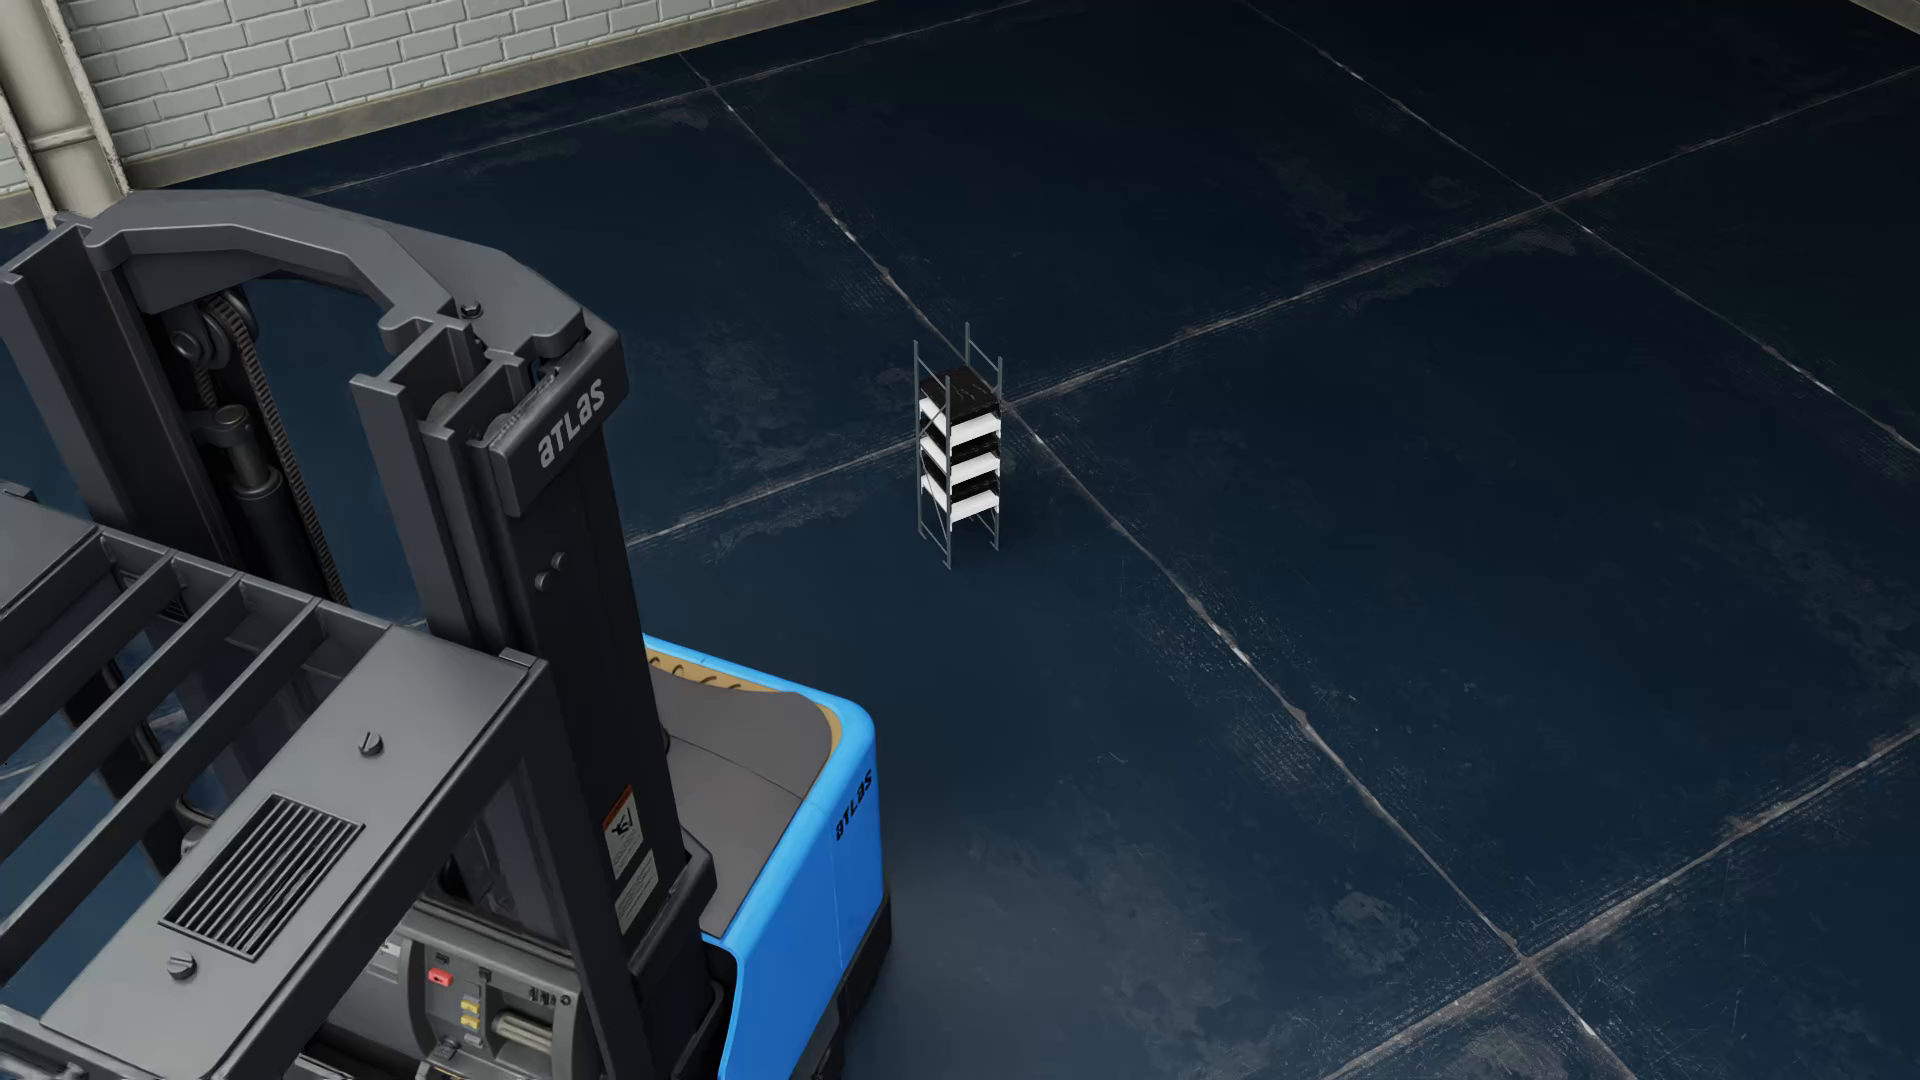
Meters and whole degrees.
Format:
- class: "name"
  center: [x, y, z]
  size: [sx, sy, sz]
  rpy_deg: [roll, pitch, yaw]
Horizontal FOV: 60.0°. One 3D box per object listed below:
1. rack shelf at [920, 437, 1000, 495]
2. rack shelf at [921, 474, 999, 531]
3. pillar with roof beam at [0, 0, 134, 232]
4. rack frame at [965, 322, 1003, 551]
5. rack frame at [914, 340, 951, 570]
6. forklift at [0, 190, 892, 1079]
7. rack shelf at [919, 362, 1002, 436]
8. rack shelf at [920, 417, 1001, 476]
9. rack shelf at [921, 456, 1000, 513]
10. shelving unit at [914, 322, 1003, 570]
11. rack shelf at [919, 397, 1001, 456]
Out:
- class: "rack shelf"
  center: [-0.007, -0.296, 5.957]
  size: [0.200, 0.077, 0.258]
  rpy_deg: [-22, 48, -21]
- class: "rack shelf"
  center: [-0.007, -0.167, 6.082]
  size: [0.200, 0.077, 0.258]
  rpy_deg: [-22, 48, -21]
- class: "pillar with roof beam"
  center: [-1.917, -2.144, 1.998]
  size: [0.400, 9.000, 9.100]
  rpy_deg: [-22, 48, -21]
- class: "rack frame"
  center: [0.081, -0.355, 5.970]
  size: [0.006, 0.900, 0.240]
  rpy_deg: [-22, 48, -21]
- class: "rack frame"
  center: [-0.095, -0.285, 5.897]
  size: [0.006, 0.900, 0.240]
  rpy_deg: [-22, 48, -21]
- class: "forklift"
  center: [-1.232, 0.971, 3.145]
  size: [1.130, 2.935, 3.031]
  rpy_deg: [16, 46, 16]
- class: "rack shelf"
  center: [-0.007, -0.490, 5.769]
  size: [0.200, 0.077, 0.258]
  rpy_deg: [-22, 48, -21]
- class: "rack shelf"
  center: [-0.007, -0.361, 5.894]
  size: [0.200, 0.077, 0.258]
  rpy_deg: [-22, 48, -21]
- class: "rack shelf"
  center: [-0.007, -0.232, 6.020]
  size: [0.200, 0.077, 0.258]
  rpy_deg: [-22, 48, -21]
- class: "shelving unit"
  center: [-0.007, -0.320, 5.934]
  size: [0.210, 0.900, 0.258]
  rpy_deg: [-22, 48, -21]
- class: "rack shelf"
  center: [-0.007, -0.425, 5.832]
  size: [0.200, 0.077, 0.258]
  rpy_deg: [-22, 48, -21]
